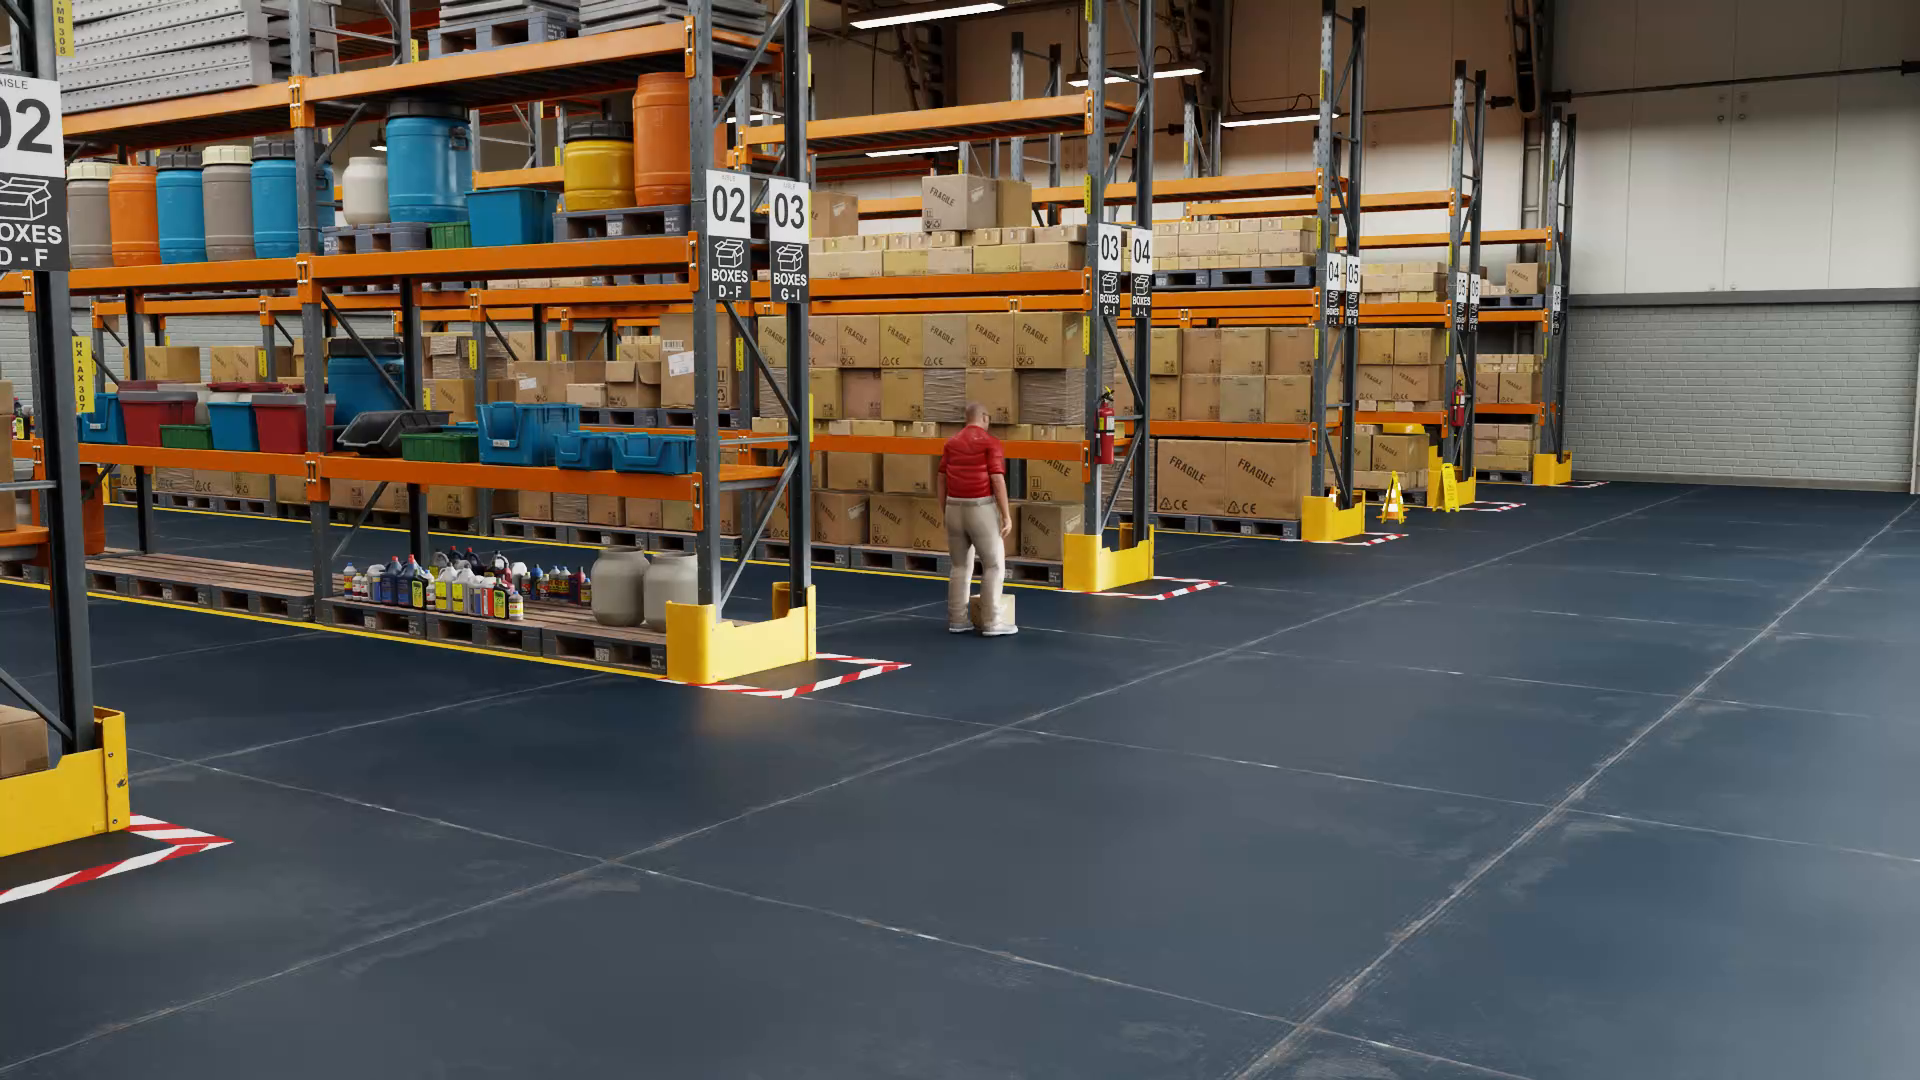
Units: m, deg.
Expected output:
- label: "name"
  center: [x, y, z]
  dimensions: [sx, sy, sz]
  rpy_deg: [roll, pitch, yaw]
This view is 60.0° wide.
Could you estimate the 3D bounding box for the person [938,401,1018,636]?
- label: "person"
  center: [0.110, -0.165, 12.341]
  dimensions: [0.587, 1.726, 0.389]
  rpy_deg: [4, 7, 33]
